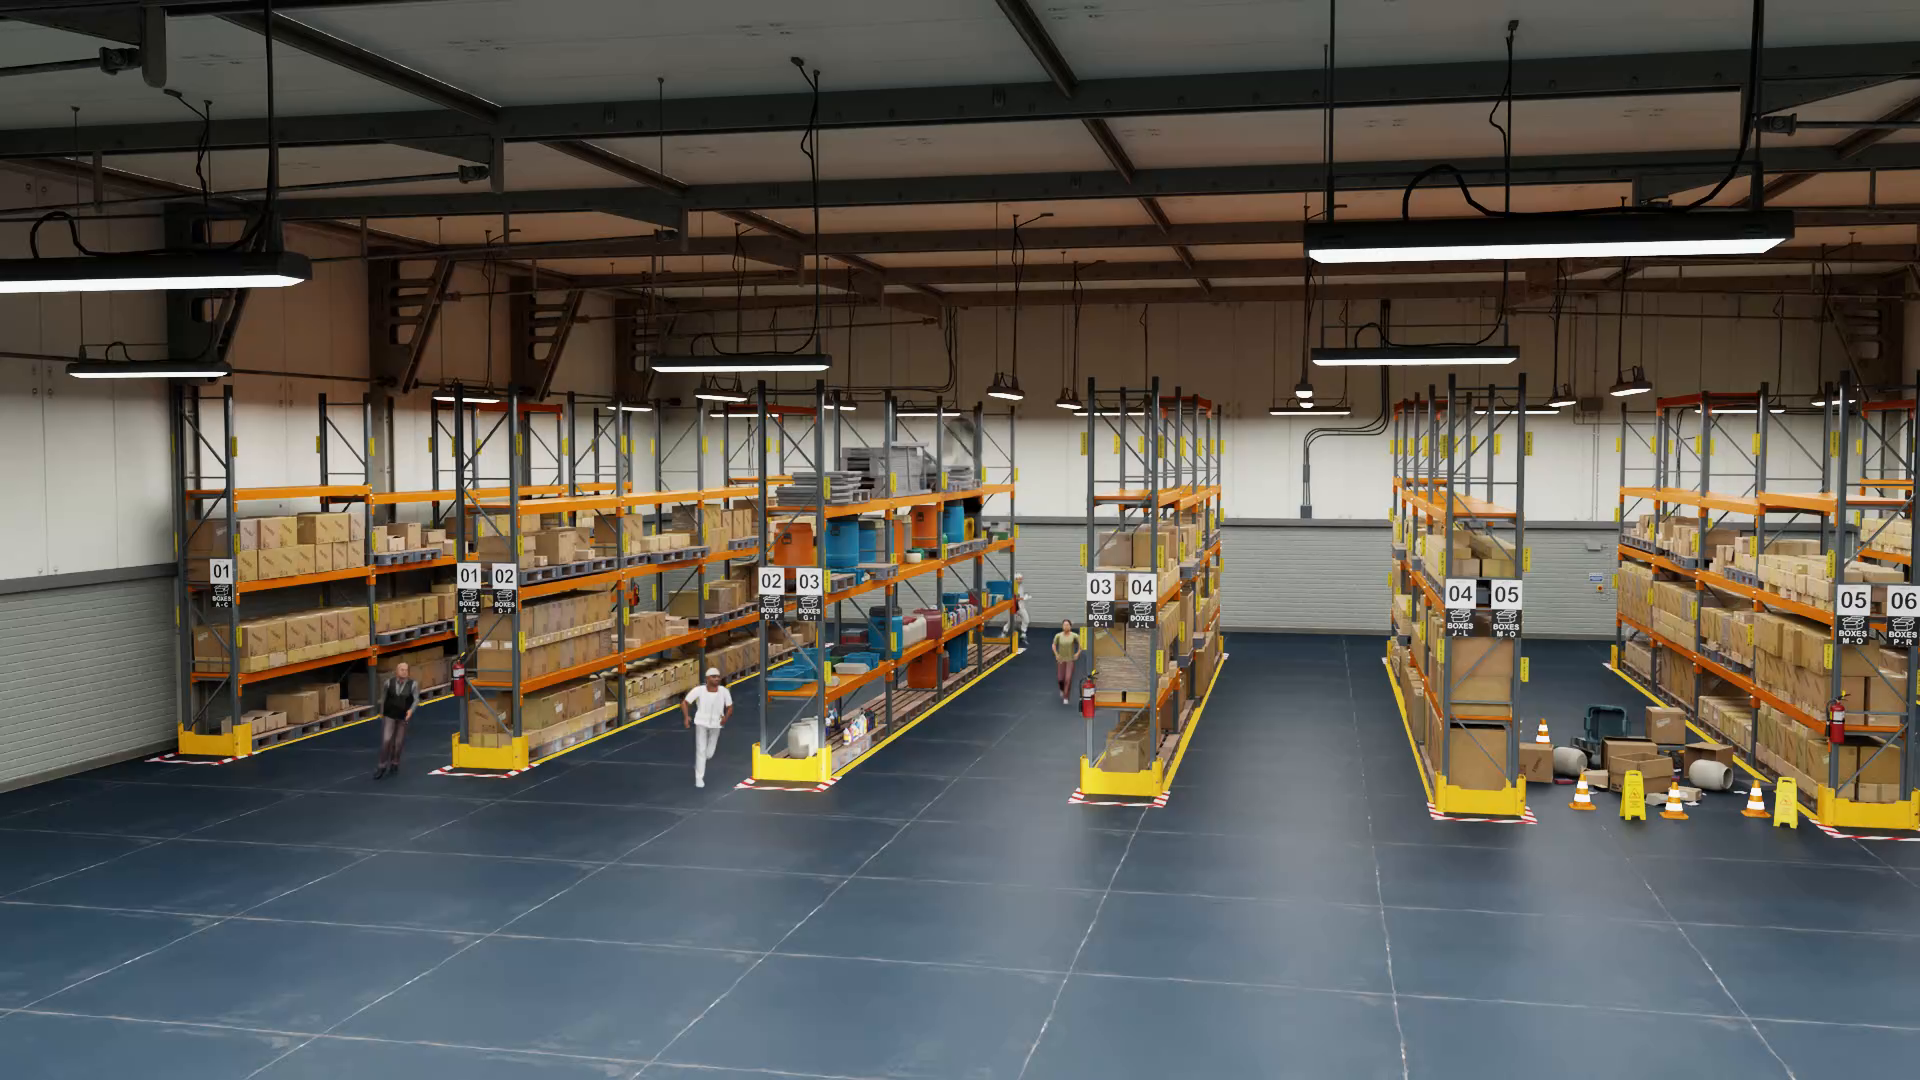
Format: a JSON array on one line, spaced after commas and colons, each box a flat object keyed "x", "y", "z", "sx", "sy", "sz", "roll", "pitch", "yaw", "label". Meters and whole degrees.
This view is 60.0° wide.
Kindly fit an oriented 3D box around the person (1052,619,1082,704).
[{"x": 2.107, "y": 2.368, "z": 32.570, "sx": 0.600, "sy": 1.647, "sz": 0.605, "roll": 0, "pitch": 3, "yaw": 7, "label": "person"}]

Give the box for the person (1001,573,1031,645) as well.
[{"x": 1.442, "y": 1.749, "z": 42.097, "sx": 0.868, "sy": 1.842, "sz": 0.642, "roll": 2, "pitch": 4, "yaw": 26, "label": "person"}]

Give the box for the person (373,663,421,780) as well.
[{"x": -8.541, "y": 2.717, "z": 25.209, "sx": 0.709, "sy": 1.719, "sz": 0.758, "roll": -1, "pitch": 3, "yaw": -19, "label": "person"}]

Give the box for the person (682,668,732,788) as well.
[{"x": -3.760, "y": 2.773, "z": 24.827, "sx": 0.753, "sy": 1.746, "sz": 0.762, "roll": -1, "pitch": 3, "yaw": -21, "label": "person"}]

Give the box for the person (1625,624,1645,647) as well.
[{"x": 15.795, "y": 1.956, "z": 38.825, "sx": 0.849, "sy": 1.765, "sz": 0.683, "roll": 0, "pitch": 3, "yaw": 1, "label": "person"}]
